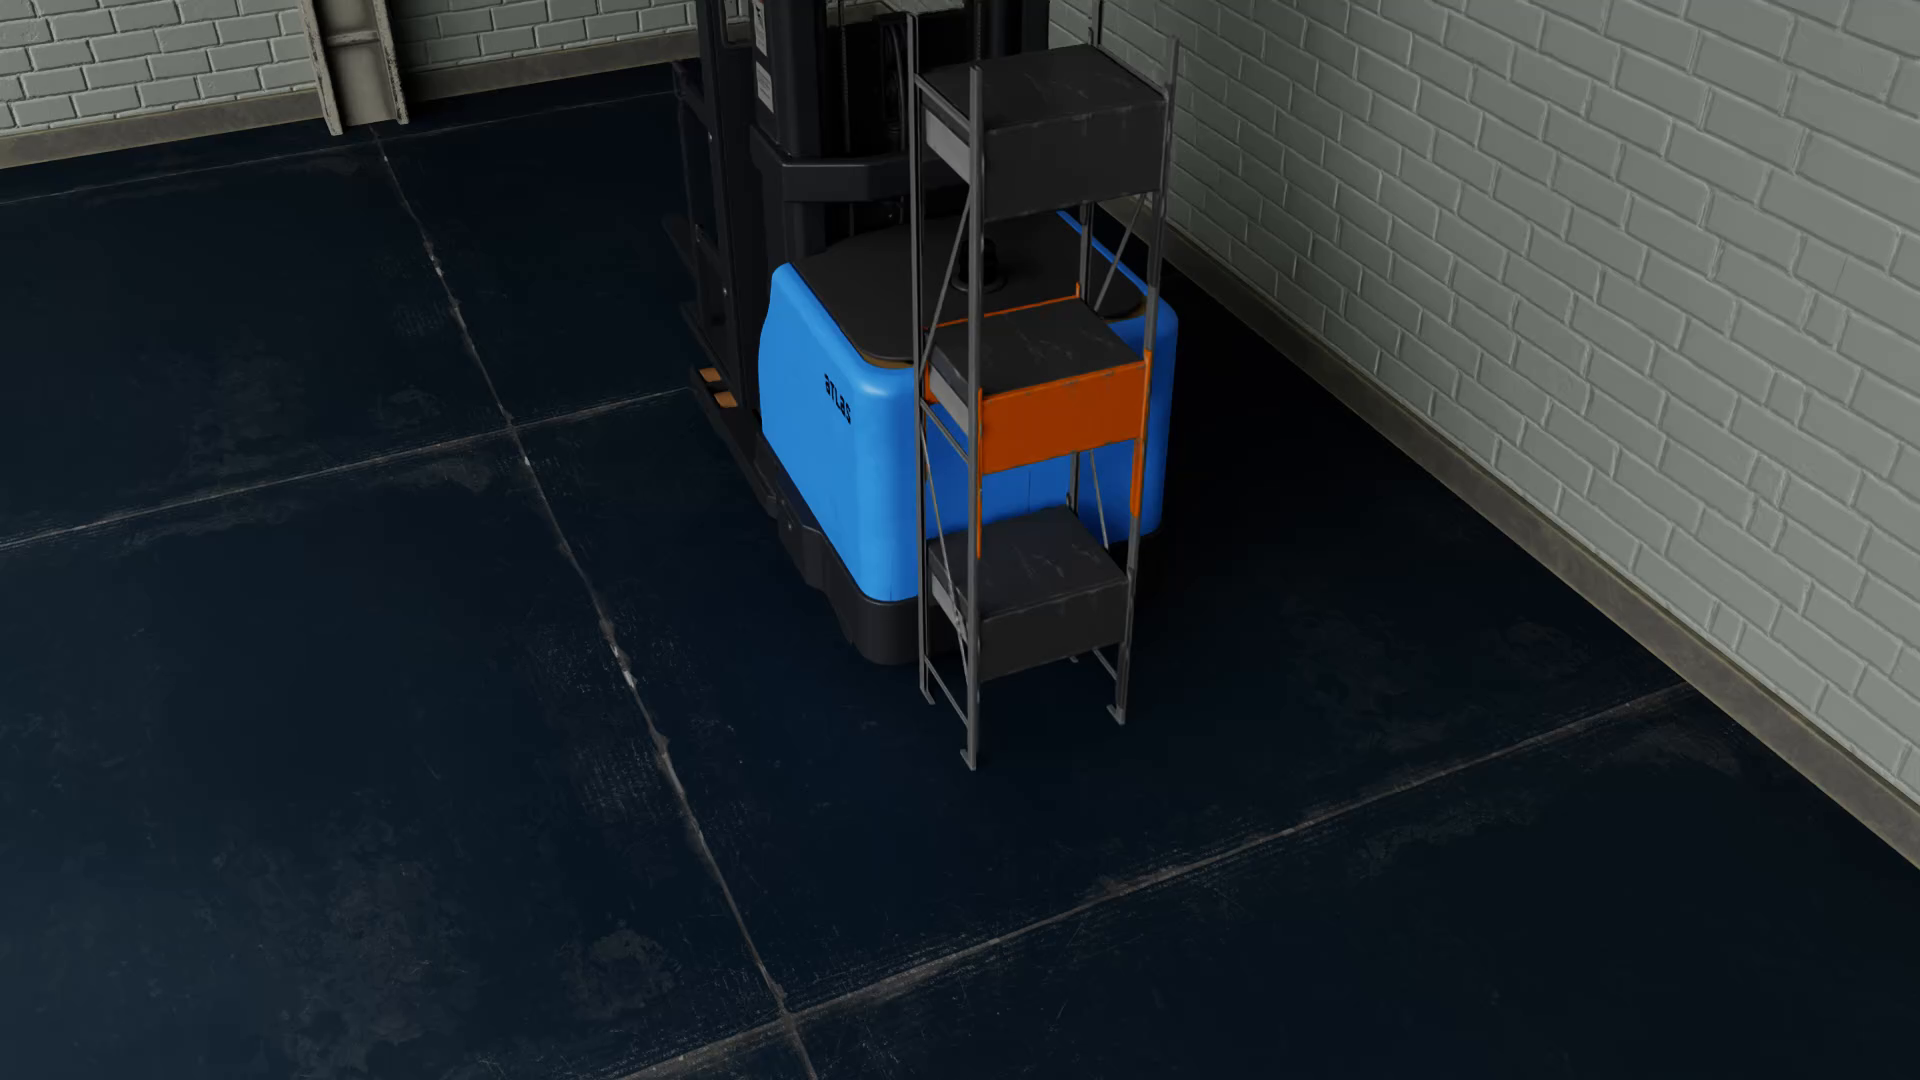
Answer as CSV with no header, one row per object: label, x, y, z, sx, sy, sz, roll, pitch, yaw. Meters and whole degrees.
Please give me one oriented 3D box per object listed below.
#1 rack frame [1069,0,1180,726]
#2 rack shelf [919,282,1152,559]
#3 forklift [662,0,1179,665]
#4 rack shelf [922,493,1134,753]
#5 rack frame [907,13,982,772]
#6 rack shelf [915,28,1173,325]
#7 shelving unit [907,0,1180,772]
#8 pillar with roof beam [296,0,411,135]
rack frame,0.410,-0.395,4.520,0.015,2.100,0.400,-15,39,-19
rack shelf,0.186,-0.326,4.450,0.480,0.518,0.431,-15,39,-19
forklift,-0.391,-1.665,5.535,1.130,2.935,3.031,-15,39,-19
rack shelf,0.186,0.236,4.867,0.480,0.518,0.431,-15,39,-19
rack frame,-0.038,-0.279,4.364,0.015,2.100,0.400,-15,39,-19
rack shelf,0.186,-0.888,4.033,0.480,0.518,0.431,-15,39,-19
shelving unit,0.186,-0.337,4.442,0.503,2.100,0.431,-15,39,-19
pillar with roof beam,-1.287,-3.506,2.923,0.400,9.000,9.100,-16,39,-20
